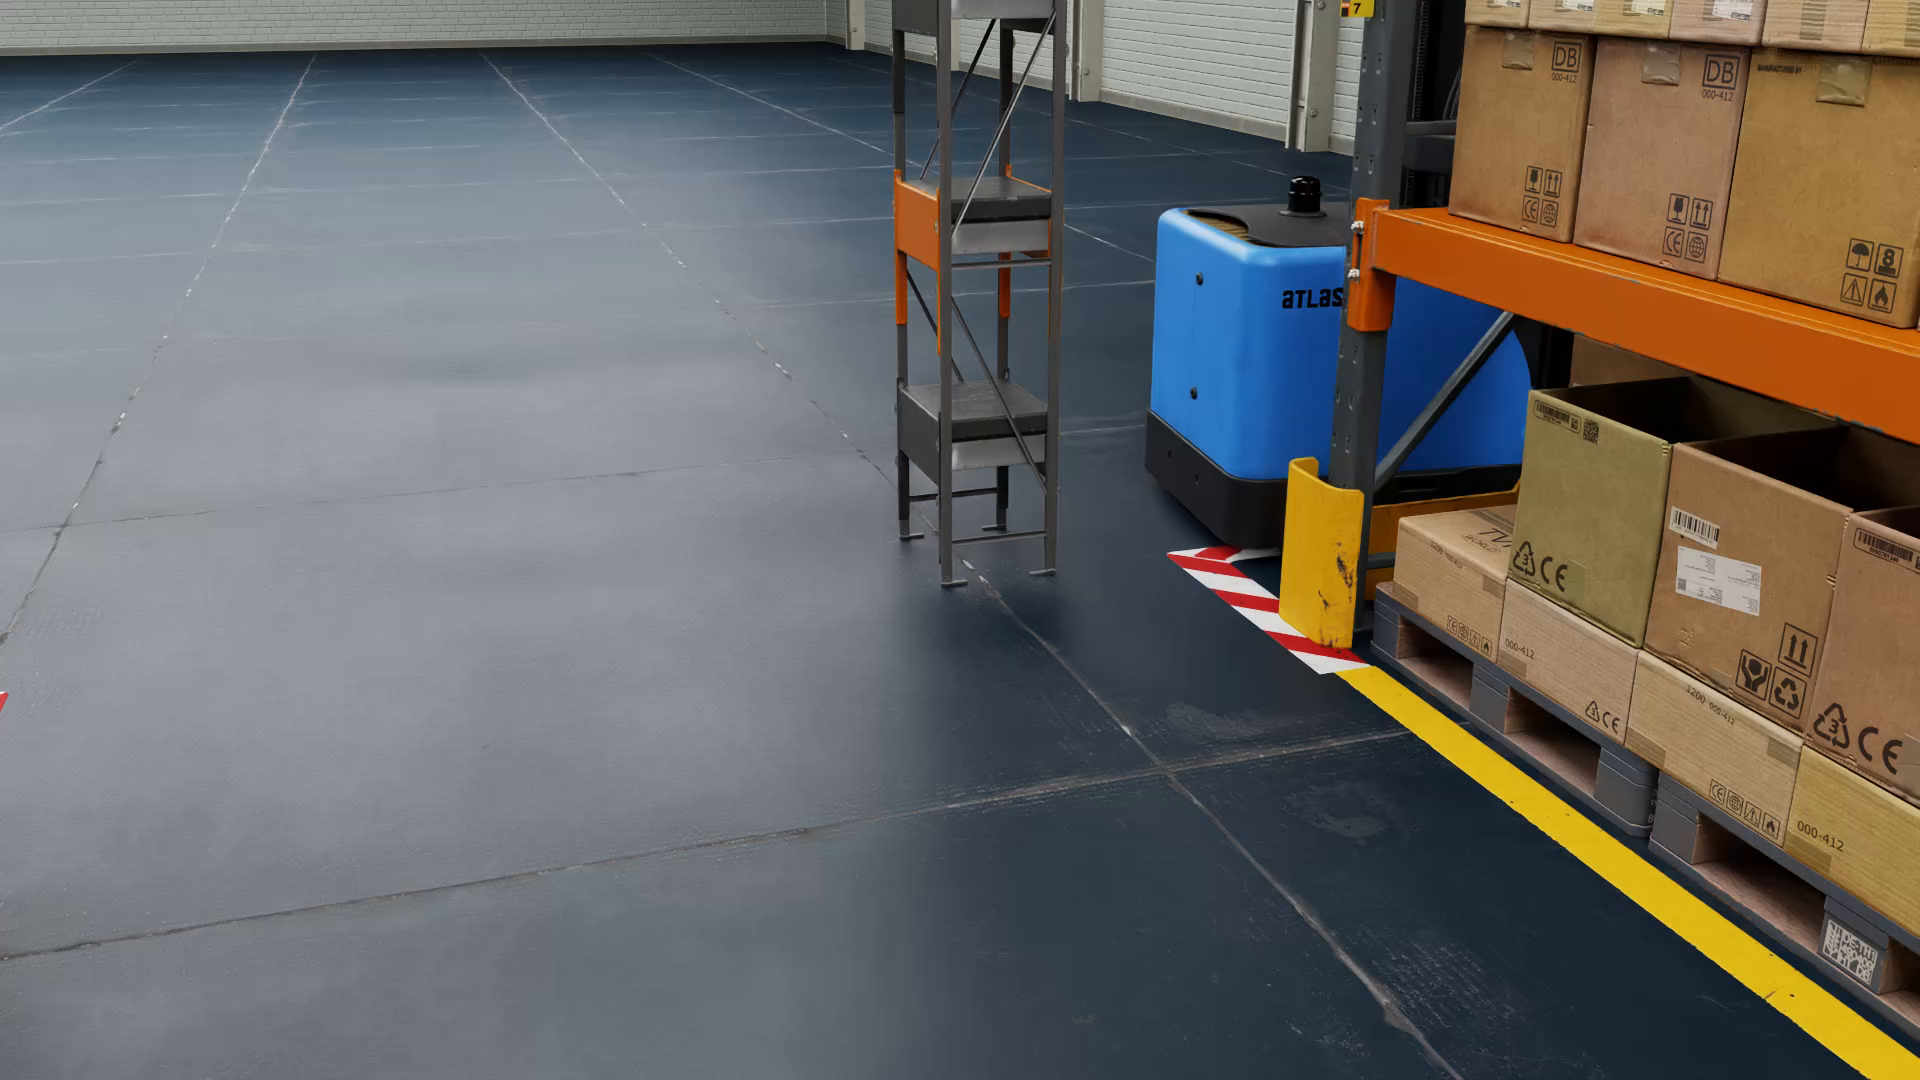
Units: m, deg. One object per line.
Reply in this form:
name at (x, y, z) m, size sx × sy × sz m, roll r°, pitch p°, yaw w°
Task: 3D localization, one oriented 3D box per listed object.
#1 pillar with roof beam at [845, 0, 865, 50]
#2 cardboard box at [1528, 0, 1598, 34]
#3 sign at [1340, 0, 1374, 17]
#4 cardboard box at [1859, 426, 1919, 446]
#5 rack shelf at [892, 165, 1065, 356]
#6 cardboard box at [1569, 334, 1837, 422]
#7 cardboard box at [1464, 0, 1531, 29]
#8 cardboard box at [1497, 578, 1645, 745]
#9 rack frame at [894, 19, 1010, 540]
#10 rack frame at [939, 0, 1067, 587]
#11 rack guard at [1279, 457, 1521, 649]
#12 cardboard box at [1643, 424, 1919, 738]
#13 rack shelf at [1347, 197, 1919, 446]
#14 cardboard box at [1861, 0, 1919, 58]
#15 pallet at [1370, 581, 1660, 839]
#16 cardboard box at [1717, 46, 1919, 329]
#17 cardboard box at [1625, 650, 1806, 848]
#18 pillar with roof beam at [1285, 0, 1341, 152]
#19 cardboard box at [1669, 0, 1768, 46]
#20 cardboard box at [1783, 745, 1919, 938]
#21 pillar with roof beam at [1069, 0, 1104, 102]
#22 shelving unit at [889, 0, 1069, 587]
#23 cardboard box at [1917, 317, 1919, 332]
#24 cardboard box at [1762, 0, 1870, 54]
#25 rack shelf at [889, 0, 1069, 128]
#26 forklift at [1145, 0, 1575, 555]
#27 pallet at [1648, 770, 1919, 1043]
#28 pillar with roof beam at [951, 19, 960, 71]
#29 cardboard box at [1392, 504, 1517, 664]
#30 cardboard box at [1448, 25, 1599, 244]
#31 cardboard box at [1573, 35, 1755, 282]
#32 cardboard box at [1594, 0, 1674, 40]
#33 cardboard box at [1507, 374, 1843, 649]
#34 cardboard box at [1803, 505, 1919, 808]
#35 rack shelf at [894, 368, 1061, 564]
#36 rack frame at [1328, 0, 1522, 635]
pillar with roof beam at (-6.167, -13.575, 30.398) m, size 9.100 × 9.000 × 0.400 m, roll -6°, pitch 21°, yaw -17°
cardboard box at (1.611, -1.306, 4.007) m, size 0.380 × 0.149 × 0.250 m, roll -7°, pitch 21°, yaw -19°
sign at (1.078, -1.574, 4.465) m, size 0.100 × 0.325 × 0.005 m, roll -6°, pitch 21°, yaw -17°
cardboard box at (2.386, 0.017, 3.770) m, size 0.500 × 0.500 × 0.500 m, roll -6°, pitch 21°, yaw -17°
rack shelf at (0.052, -0.922, 5.418) m, size 0.431 × 0.518 × 0.480 m, roll -6°, pitch 21°, yaw -17°
cardboard box at (2.058, -0.303, 4.659) m, size 0.500 × 0.500 × 0.500 m, roll -6°, pitch 21°, yaw -17°
cardboard box at (1.525, -1.390, 4.242) m, size 0.380 × 0.149 × 0.250 m, roll -7°, pitch 21°, yaw -18°
cardboard box at (1.725, 0.265, 4.186) m, size 0.500 × 0.250 × 0.500 m, roll -6°, pitch 21°, yaw -17°
rack frame at (-0.025, -1.013, 5.632) m, size 0.400 × 2.100 × 0.015 m, roll -6°, pitch 21°, yaw -17°
rack frame at (0.129, -0.857, 5.196) m, size 0.400 × 2.100 × 0.015 m, roll -6°, pitch 21°, yaw -17°
rack guard at (1.599, -0.018, 5.227) m, size 1.175 × 0.500 × 0.348 m, roll -6°, pitch 21°, yaw -17°
cardboard box at (1.892, 0.072, 3.616) m, size 0.500 × 0.500 × 0.500 m, roll -6°, pitch 21°, yaw -17°
rack shelf at (2.235, -0.206, 3.118) m, size 1.077 × 0.370 × 4.000 m, roll -6°, pitch 21°, yaw -17°
cardboard box at (1.932, -0.977, 3.092) m, size 0.380 × 0.149 × 0.250 m, roll -7°, pitch 21°, yaw -18°
pallet at (1.887, 0.366, 4.584) m, size 1.003 × 0.211 × 1.213 m, roll -6°, pitch 21°, yaw -17°
cardboard box at (2.061, -0.755, 3.432) m, size 0.700 × 0.500 × 0.500 m, roll -6°, pitch 21°, yaw -17°
cardboard box at (1.881, 0.426, 3.740) m, size 0.500 × 0.250 × 0.500 m, roll -6°, pitch 21°, yaw -17°
pillar with roof beam at (-0.509, -7.798, 14.316) m, size 9.100 × 9.000 × 0.400 m, roll -6°, pitch 21°, yaw -17°
cardboard box at (1.765, -1.144, 3.558) m, size 0.380 × 0.149 × 0.250 m, roll -7°, pitch 21°, yaw -18°
cardboard box at (2.034, 0.587, 3.291) m, size 0.500 × 0.250 × 0.500 m, roll -6°, pitch 21°, yaw -17°
pillar with roof beam at (-2.395, -9.724, 19.677) m, size 9.100 × 9.000 × 0.400 m, roll -6°, pitch 21°, yaw -17°
shelving unit at (0.052, -0.935, 5.414) m, size 0.431 × 2.100 × 0.503 m, roll -6°, pitch 21°, yaw -17°
cardboard box at (2.230, -0.586, 2.963) m, size 0.700 × 0.500 × 0.500 m, roll -6°, pitch 21°, yaw -16°
cardboard box at (1.852, -1.059, 3.321) m, size 0.380 × 0.149 × 0.250 m, roll -7°, pitch 21°, yaw -19°
rack shelf at (0.052, -1.581, 5.182) m, size 0.431 × 0.518 × 0.480 m, roll -6°, pitch 21°, yaw -17°
forklift at (2.291, -1.553, 5.903) m, size 3.031 × 2.935 × 1.130 m, roll -4°, pitch 20°, yaw -11°
pallet at (2.266, 0.757, 3.496) m, size 1.003 × 0.211 × 1.213 m, roll -6°, pitch 21°, yaw -17°
pillar with roof beam at (-4.281, -11.649, 25.037) m, size 9.100 × 9.000 × 0.400 m, roll -6°, pitch 21°, yaw -17°
cardboard box at (1.564, 0.105, 4.632) m, size 0.500 × 0.250 × 0.500 m, roll -6°, pitch 21°, yaw -17°
cardboard box at (1.741, -1.083, 4.345) m, size 0.700 × 0.500 × 0.500 m, roll -6°, pitch 21°, yaw -17°
cardboard box at (1.911, -0.915, 3.878) m, size 0.700 × 0.500 × 0.500 m, roll -6°, pitch 21°, yaw -16°
cardboard box at (1.688, -1.226, 3.784) m, size 0.380 × 0.149 × 0.250 m, roll -6°, pitch 21°, yaw -17°
cardboard box at (1.723, -0.087, 4.059) m, size 0.500 × 0.500 × 0.500 m, roll -6°, pitch 21°, yaw -17°
cardboard box at (2.033, 0.234, 3.164) m, size 0.500 × 0.500 × 0.500 m, roll -6°, pitch 21°, yaw -17°
rack shelf at (0.052, -0.263, 5.655) m, size 0.431 × 0.518 × 0.480 m, roll -6°, pitch 21°, yaw -17°
rack frame at (1.607, -1.187, 4.783) m, size 1.000 × 3.000 × 0.127 m, roll -6°, pitch 21°, yaw -17°
